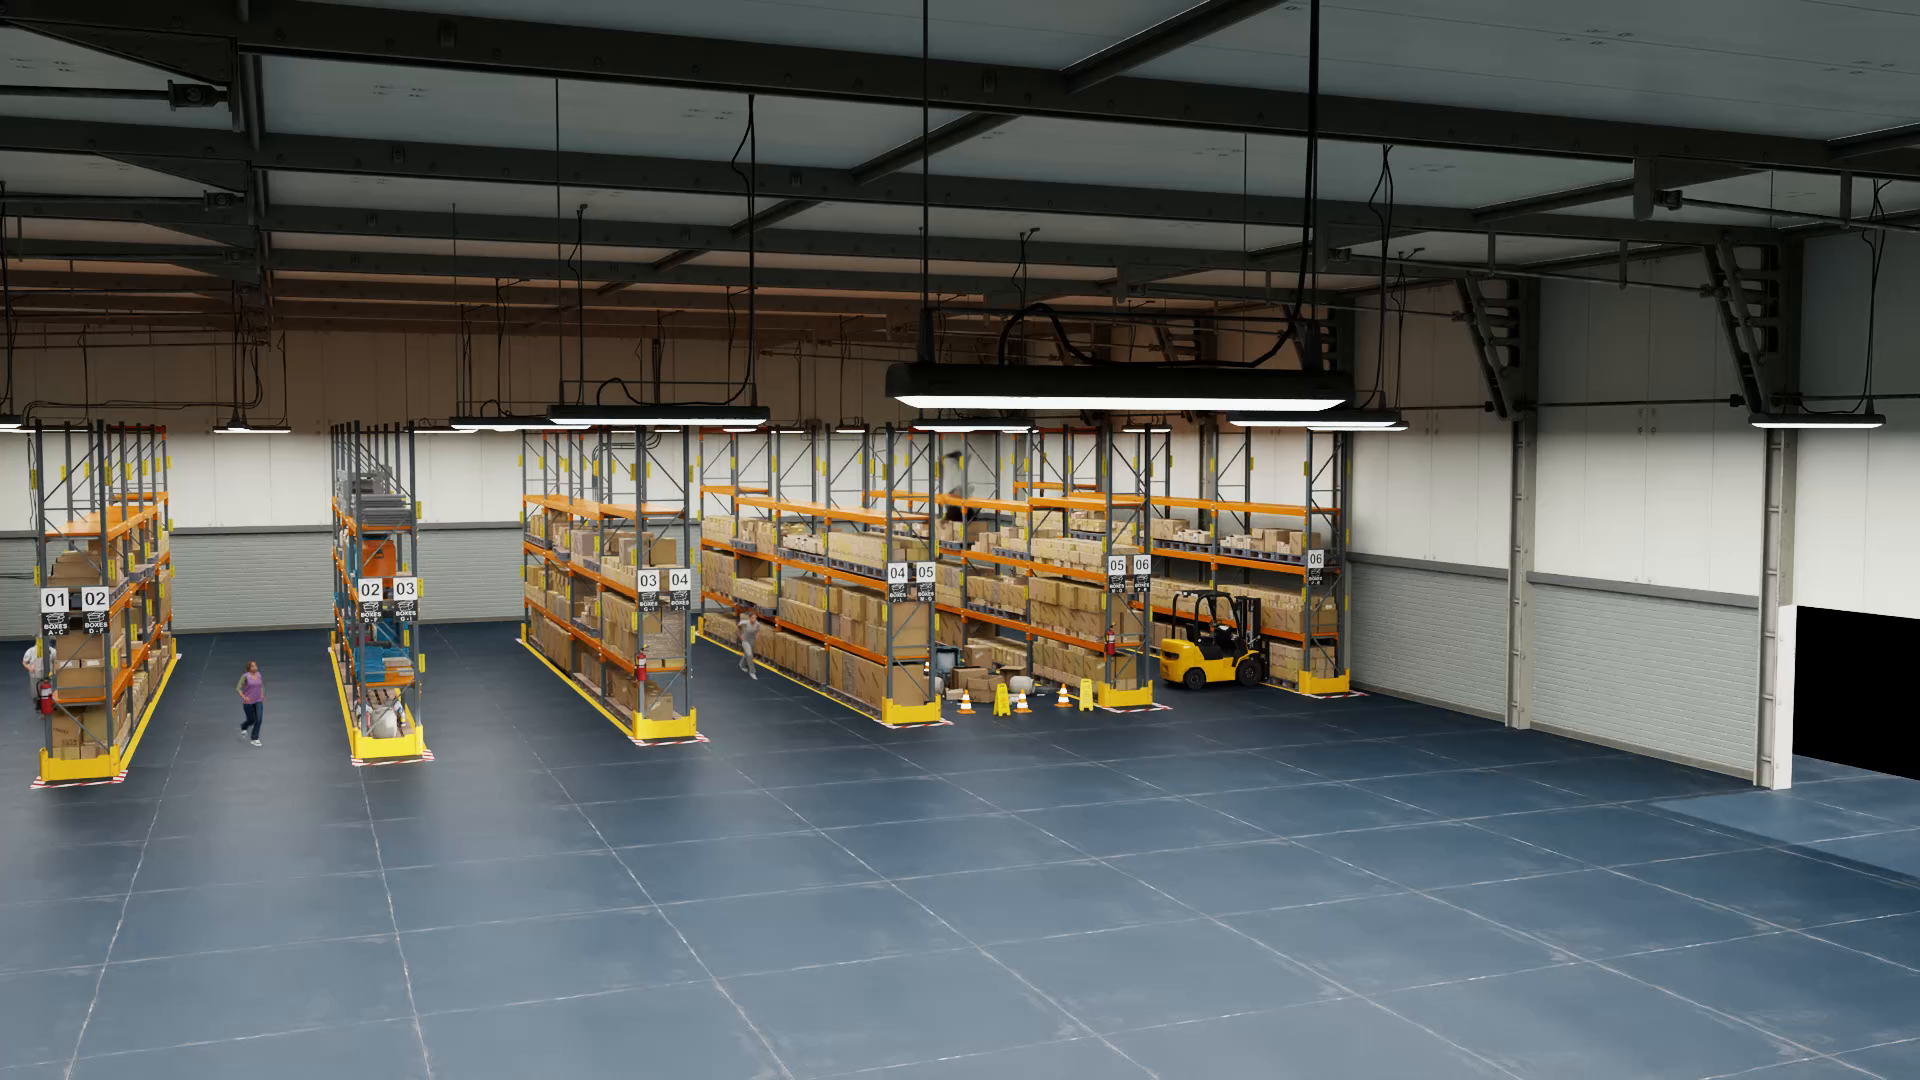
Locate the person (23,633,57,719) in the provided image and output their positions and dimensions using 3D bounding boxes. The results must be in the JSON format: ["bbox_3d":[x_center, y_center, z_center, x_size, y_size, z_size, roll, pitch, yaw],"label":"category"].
[{"bbox_3d":[-18.635,2.741,33.748,0.658,1.741,0.680,-2,4,-29],"label":"person"}]

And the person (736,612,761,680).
[{"bbox_3d":[-5.050,2.478,39.512,0.603,1.625,1.003,-2,4,-25],"label":"person"}]

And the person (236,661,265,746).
[{"bbox_3d":[-13.172,3.019,30.897,0.638,1.575,0.547,3,5,43],"label":"person"}]
